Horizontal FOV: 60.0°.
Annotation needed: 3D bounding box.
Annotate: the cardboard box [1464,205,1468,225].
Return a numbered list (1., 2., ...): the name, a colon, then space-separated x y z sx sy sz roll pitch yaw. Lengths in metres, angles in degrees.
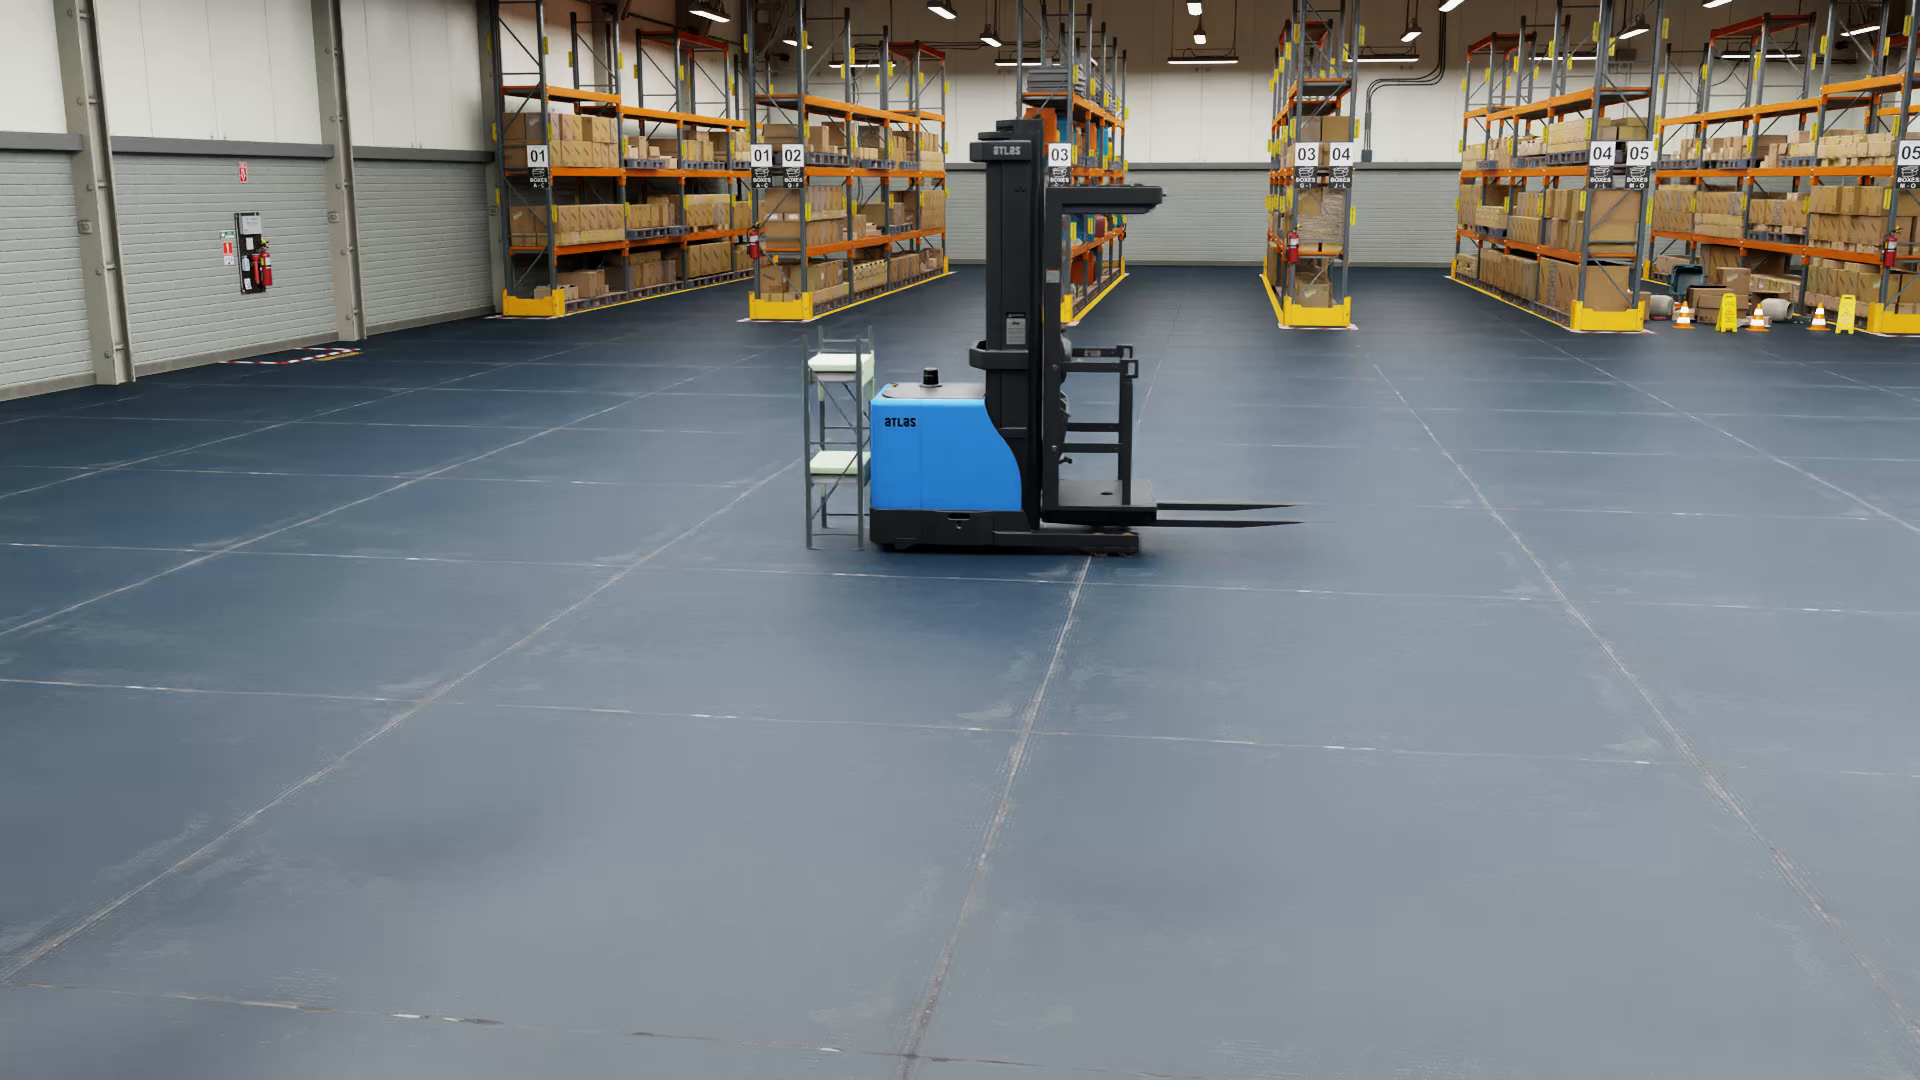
1. cardboard box: 13.273 -8.378 42.806 0.500 0.500 0.500 2 12 9

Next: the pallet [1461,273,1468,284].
1. pallet: 13.398 -6.682 42.498 1.003 0.211 1.213 2 12 9

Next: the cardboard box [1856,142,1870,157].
1. cardboard box: 16.172 -6.879 29.322 0.500 0.250 0.500 2 12 10

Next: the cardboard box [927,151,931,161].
1. cardboard box: -1.045 -10.091 43.749 0.500 0.250 0.500 2 12 9

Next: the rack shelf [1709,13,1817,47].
1. rack shelf: 17.743 -11.300 36.884 1.077 0.370 4.000 2 12 9

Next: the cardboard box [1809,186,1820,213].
1. cardboard box: 16.539 -6.443 31.455 0.700 0.500 0.500 2 12 8

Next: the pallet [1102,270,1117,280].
1. pallet: 3.625 -7.038 44.148 1.003 0.211 1.213 2 12 9

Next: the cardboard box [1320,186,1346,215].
1. cardboard box: 6.767 -6.122 29.964 0.500 0.500 0.500 2 12 9

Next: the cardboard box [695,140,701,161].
1. cardboard box: -6.830 -9.643 41.218 0.700 0.500 0.500 2 12 9

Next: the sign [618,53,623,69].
1. sign: -7.121 -10.054 34.880 0.100 0.325 0.005 2 12 9

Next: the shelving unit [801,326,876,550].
1. shelving unit: -0.854 -0.743 11.883 0.431 1.500 0.755 1 12 4

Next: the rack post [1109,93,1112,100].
1. rack post: 3.204 -10.713 40.523 0.937 0.300 0.954 2 12 8

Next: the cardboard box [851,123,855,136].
1. cardboard box: -2.561 -8.699 35.697 0.500 0.500 0.500 3 13 14

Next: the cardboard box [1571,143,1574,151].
1. cardboard box: 11.172 -7.041 29.789 0.380 0.149 0.250 2 12 8

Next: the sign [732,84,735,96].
1. sign: -6.356 -12.631 46.652 0.100 0.325 0.005 2 12 9

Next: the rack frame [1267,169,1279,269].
1. rack frame: 8.874 -8.664 45.076 1.000 3.000 0.127 2 12 9

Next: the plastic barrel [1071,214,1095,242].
1. plastic barrel: 2.493 -6.642 34.504 0.600 0.901 0.708 2 12 9

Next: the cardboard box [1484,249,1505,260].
1. cardboard box: 12.690 -6.743 39.320 0.500 0.250 0.500 2 12 10

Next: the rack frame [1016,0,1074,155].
1. rack frame: 1.519 -8.426 29.733 1.000 3.000 0.127 2 12 9

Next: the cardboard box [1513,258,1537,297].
1. cardboard box: 12.073 -5.423 34.378 1.050 0.750 0.750 2 12 9

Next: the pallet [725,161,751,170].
1. pallet: -6.098 -10.159 45.103 1.003 0.211 1.213 2 12 9

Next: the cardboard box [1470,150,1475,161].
1. cardboard box: 13.190 -9.718 42.015 0.500 0.250 0.500 1 12 7

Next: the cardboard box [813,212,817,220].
1. cardboard box: -2.983 -6.255 32.121 0.380 0.149 0.250 2 12 8

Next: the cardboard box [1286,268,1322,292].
1. cardboard box: 7.322 -5.501 35.290 0.700 0.500 0.500 1 12 4

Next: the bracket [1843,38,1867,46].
1. bracket: 25.019 -14.087 47.454 0.076 0.066 5.218 2 12 9

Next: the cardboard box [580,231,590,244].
1. cardboard box: -7.731 -6.057 33.287 0.500 0.250 0.500 2 12 8

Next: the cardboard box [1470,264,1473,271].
1. cardboard box: 12.932 -6.796 41.470 0.380 0.149 0.250 1 12 7

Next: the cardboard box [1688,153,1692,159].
1. cardboard box: 17.874 -9.306 40.298 0.380 0.149 0.250 2 12 10

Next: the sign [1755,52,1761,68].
1. sign: 16.887 -10.161 35.191 0.100 0.325 0.005 2 12 9

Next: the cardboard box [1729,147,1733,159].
1. cardboard box: 17.302 -8.581 36.895 0.396 0.266 0.258 2 12 7

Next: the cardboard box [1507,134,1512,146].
1. cardboard box: 12.399 -8.906 37.025 0.396 0.266 0.258 2 12 9

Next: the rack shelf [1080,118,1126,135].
1. rack shelf: 3.673 -10.794 43.374 1.077 0.370 4.000 2 12 9

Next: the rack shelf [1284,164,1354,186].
1. rack shelf: 6.721 -6.864 31.312 1.077 0.370 4.000 2 12 9

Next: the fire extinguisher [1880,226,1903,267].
1. fire extinguisher: 15.733 -4.965 28.098 0.296 0.674 0.183 2 12 9

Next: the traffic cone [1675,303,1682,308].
1. traffic cone: 14.685 -5.001 34.100 0.336 0.463 0.334 2 12 9

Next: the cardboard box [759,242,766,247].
1. cardboard box: -5.658 -8.264 46.618 0.380 0.149 0.250 2 12 8

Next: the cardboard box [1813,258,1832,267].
1. cardboard box: 16.385 -5.252 31.452 0.380 0.149 0.250 2 12 9

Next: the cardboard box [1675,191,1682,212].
1. cardboard box: 18.006 -8.367 41.085 0.500 0.500 0.500 2 12 9

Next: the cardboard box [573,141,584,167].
1. cardboard box: -7.778 -7.620 32.827 0.500 0.500 0.500 2 12 11

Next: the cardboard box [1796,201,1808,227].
1. cardboard box: 16.665 -6.348 32.389 0.500 0.500 0.500 2 12 8

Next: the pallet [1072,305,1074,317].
1. pallet: 1.615 -4.317 31.524 1.003 0.211 1.213 2 12 9

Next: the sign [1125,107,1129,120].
1. sign: 4.526 -11.585 45.155 0.100 0.325 0.005 2 12 9

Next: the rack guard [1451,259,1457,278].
1. rack guard: 13.748 -7.244 44.422 1.175 0.500 0.348 2 12 9

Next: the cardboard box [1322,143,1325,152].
1. cardboard box: 6.737 -7.078 30.008 0.380 0.149 0.250 2 12 8

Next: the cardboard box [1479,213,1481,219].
1. cardboard box: 12.552 -7.703 39.508 0.380 0.149 0.250 2 12 10

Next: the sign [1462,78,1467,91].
1. sign: 13.223 -11.928 43.575 0.100 0.325 0.005 2 12 9

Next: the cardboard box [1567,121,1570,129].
1. cardboard box: 11.250 -7.538 30.199 0.380 0.149 0.250 2 12 9

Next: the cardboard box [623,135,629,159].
1. cardboard box: -7.491 -8.479 35.864 0.500 0.500 0.500 4 13 17

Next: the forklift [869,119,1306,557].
1. forklift: 0.906 -1.430 11.674 3.031 2.935 1.130 1 12 4

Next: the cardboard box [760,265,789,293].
1. cardboard box: -3.586 -5.004 31.843 0.500 0.500 0.500 2 12 9

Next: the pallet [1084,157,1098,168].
1. pallet: 2.120 -7.547 33.221 1.213 0.211 1.003 2 12 9

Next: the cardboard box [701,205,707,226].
1. cardboard box: -6.545 -7.989 40.953 0.500 0.500 0.500 2 12 8
